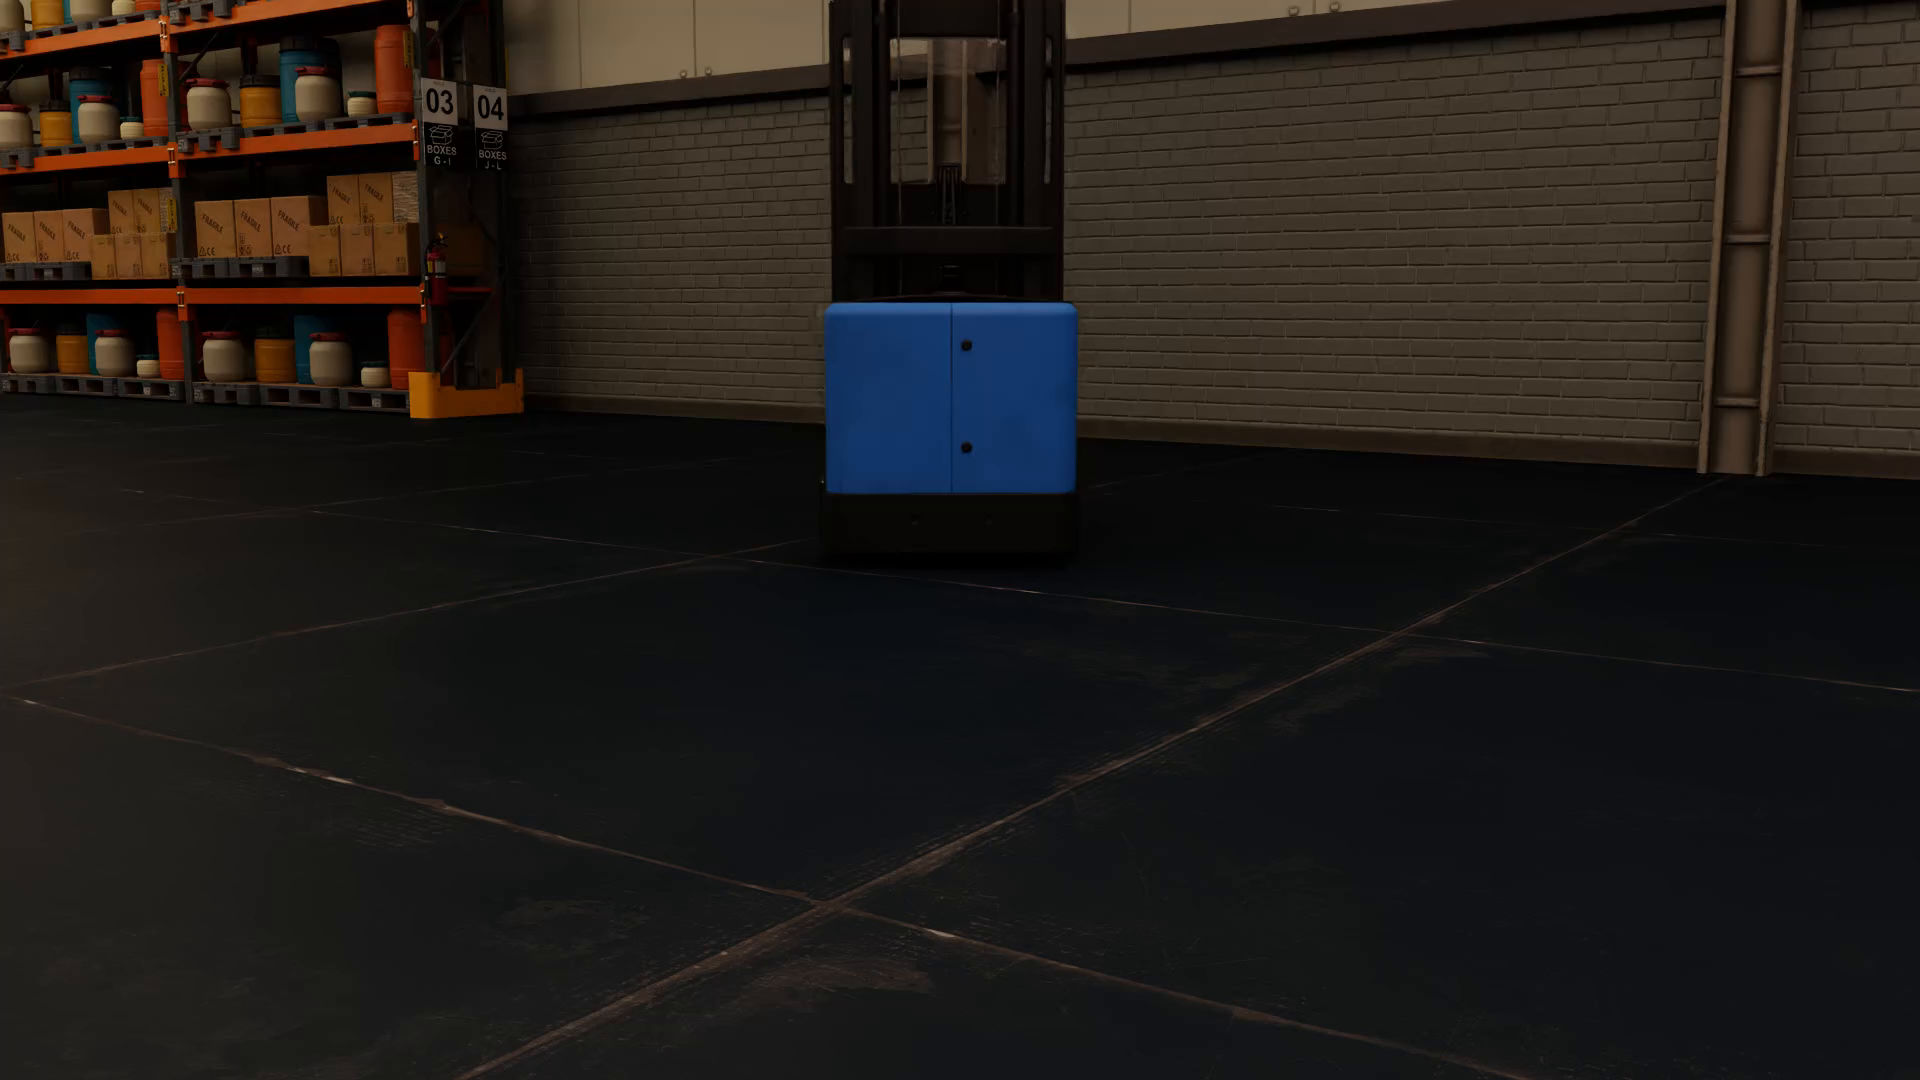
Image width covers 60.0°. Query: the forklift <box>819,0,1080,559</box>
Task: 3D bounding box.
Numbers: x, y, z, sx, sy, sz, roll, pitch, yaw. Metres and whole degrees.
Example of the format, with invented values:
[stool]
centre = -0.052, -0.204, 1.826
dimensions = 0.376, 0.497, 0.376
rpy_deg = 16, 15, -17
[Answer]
[forklift]
centre = -0.065, -1.541, 8.032
dimensions = 1.130, 2.935, 3.031
rpy_deg = 0, 8, -1
